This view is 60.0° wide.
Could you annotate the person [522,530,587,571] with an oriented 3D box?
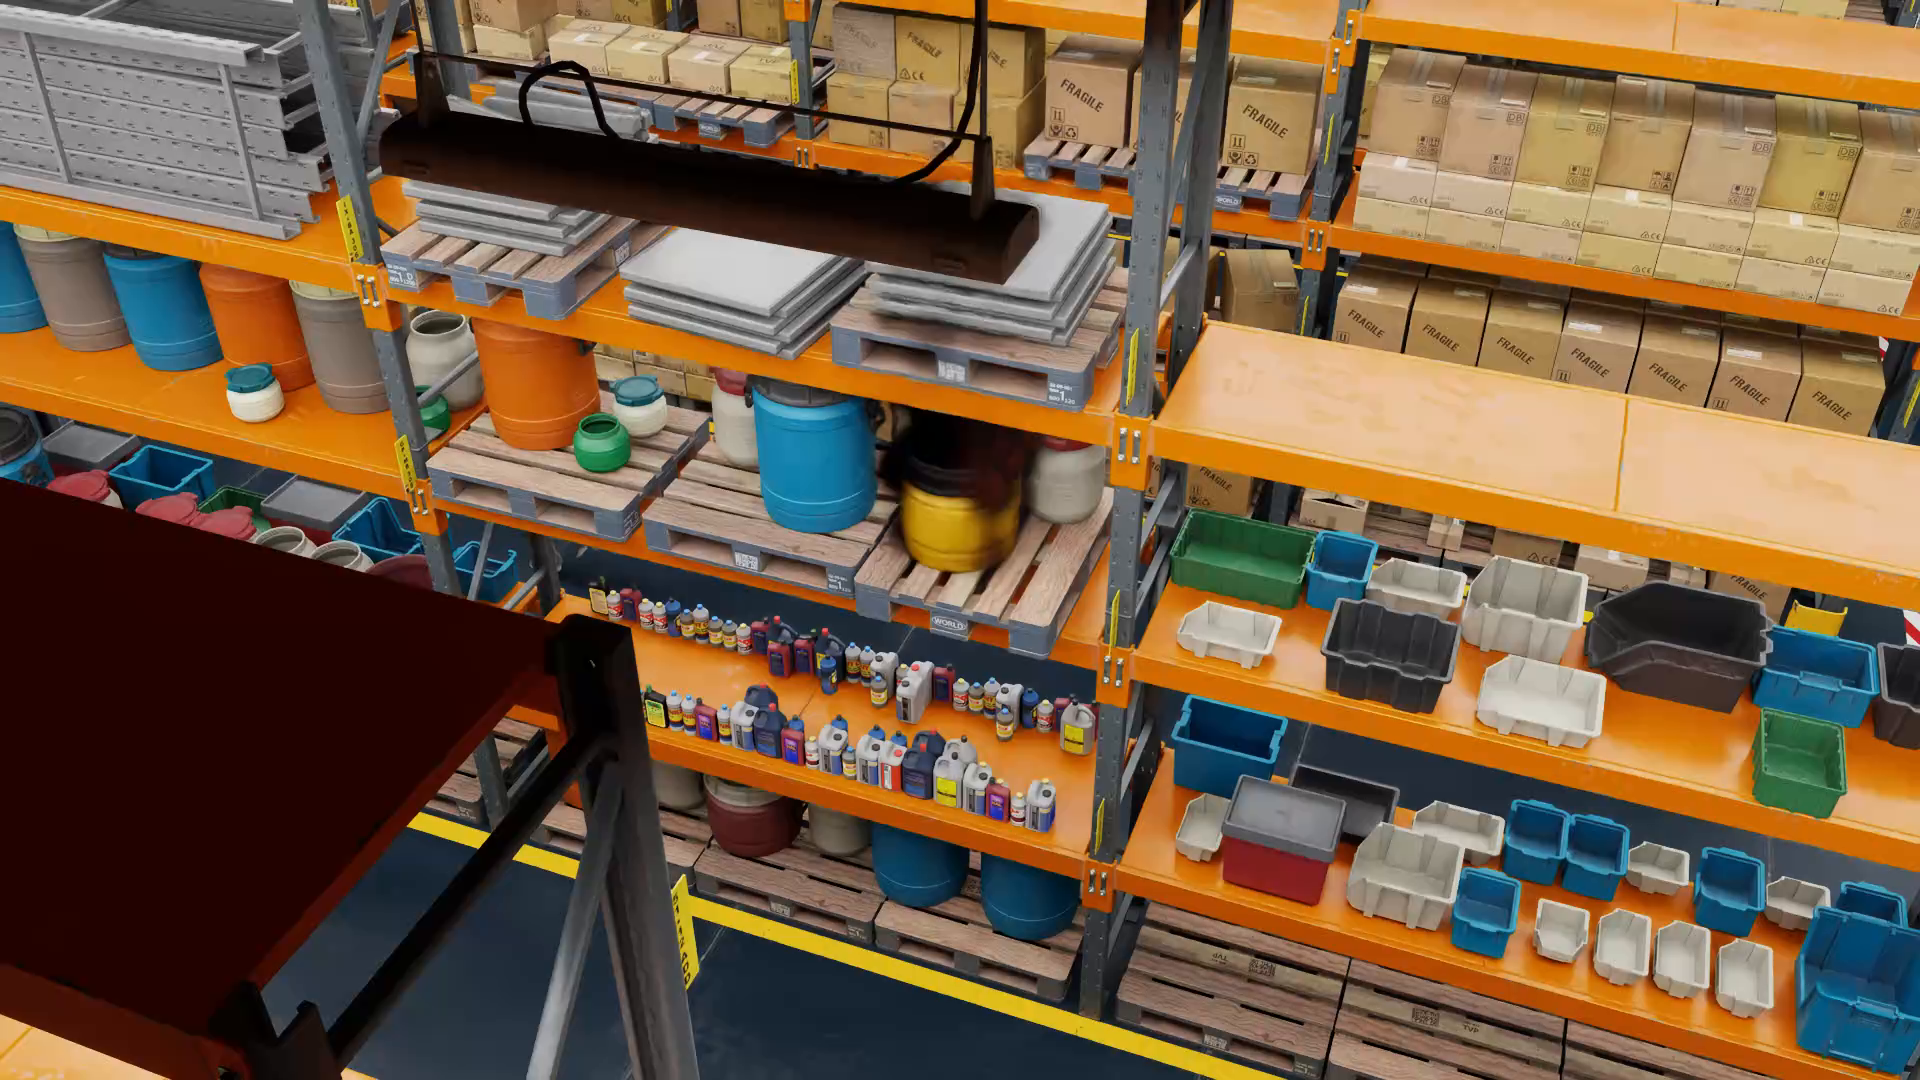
[{"bbox_3d":[-3.156,-0.364,12.596,0.557,1.535,0.534,7,37,9],"label":"person"}]
